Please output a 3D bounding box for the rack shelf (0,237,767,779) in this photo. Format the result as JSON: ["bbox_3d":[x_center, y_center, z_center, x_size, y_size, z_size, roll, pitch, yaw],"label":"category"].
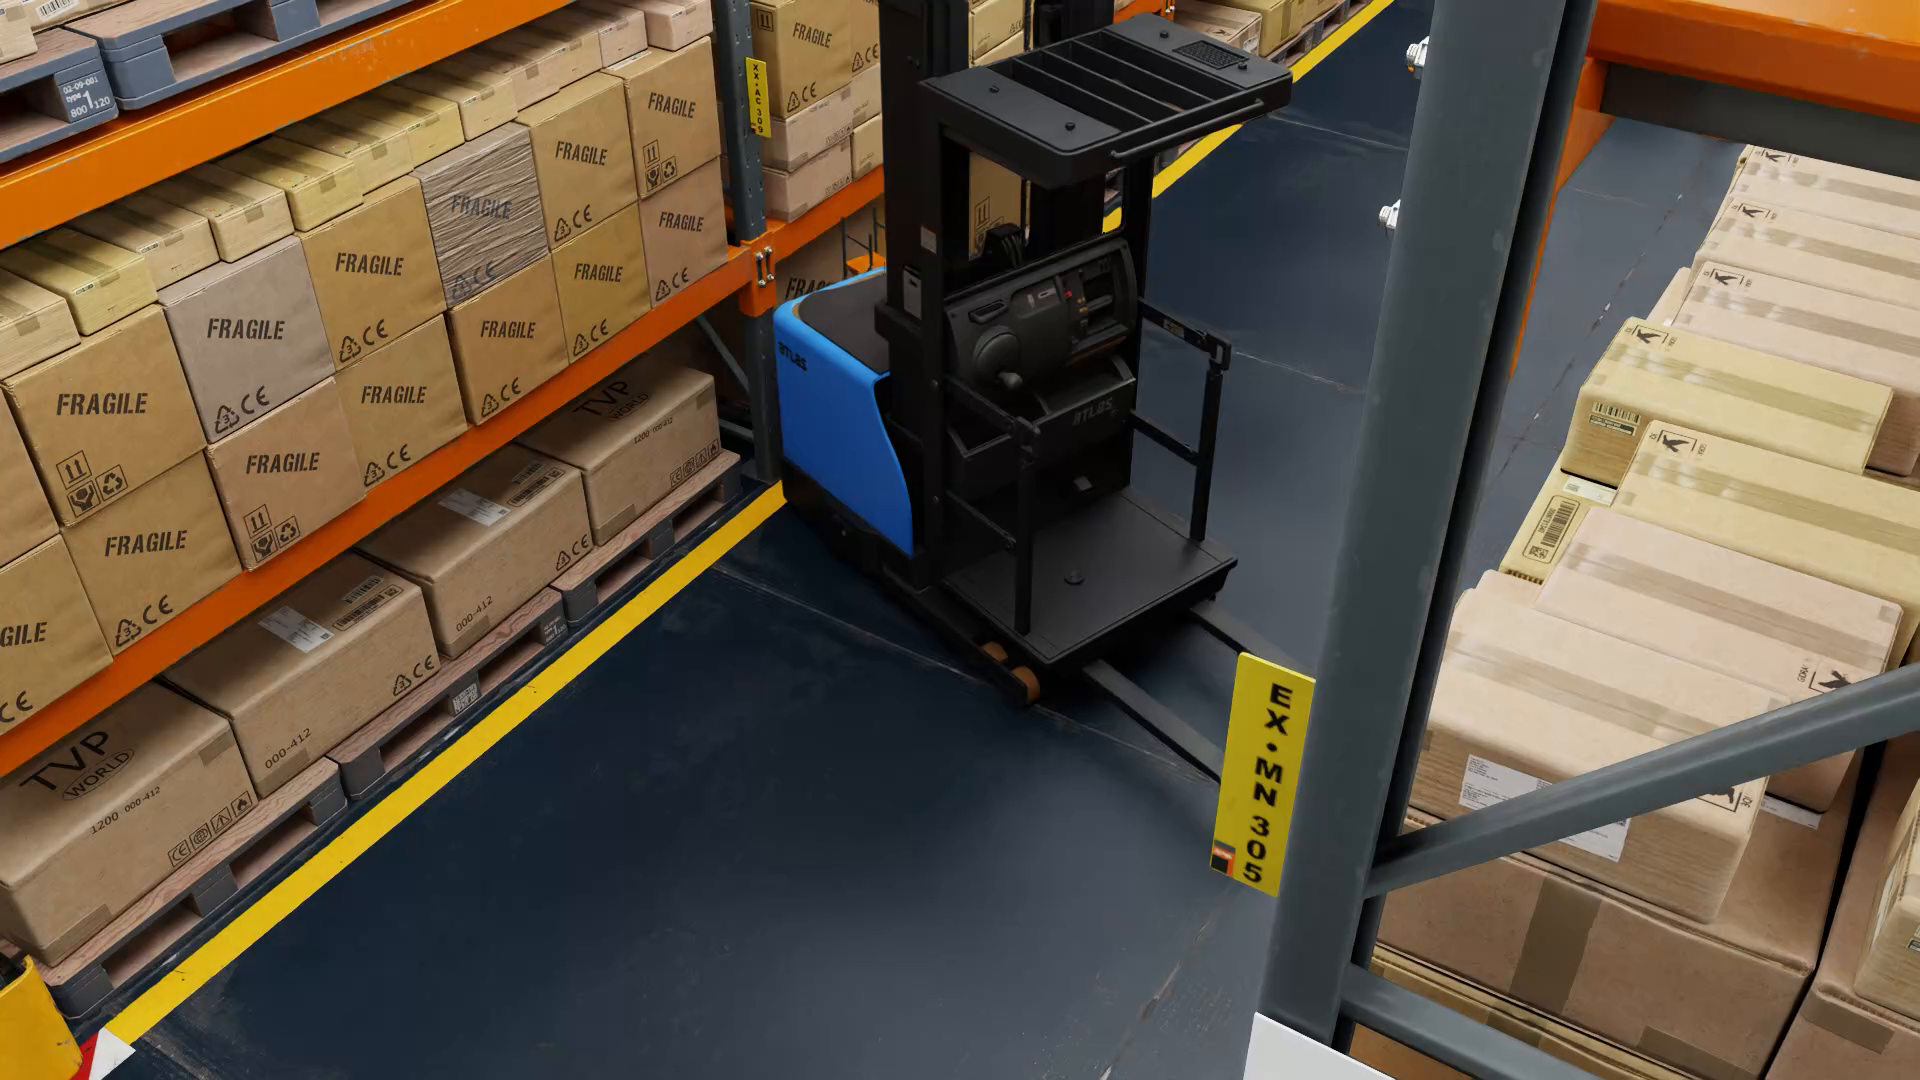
[{"bbox_3d":[-2.377,-0.323,6.302,1.077,0.370,4.000,21,42,25],"label":"rack shelf"}]

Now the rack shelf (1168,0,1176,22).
[{"bbox_3d":[1.909,-4.447,11.652,1.077,0.370,4.000,21,42,25],"label":"rack shelf"}]

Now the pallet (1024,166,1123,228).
[{"bbox_3d":[0.352,-2.215,10.451,1.003,0.211,1.213,21,42,25],"label":"pallet"}]

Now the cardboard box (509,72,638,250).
[{"bbox_3d":[-1.604,-1.482,6.315,0.500,0.500,0.500,21,42,24],"label":"cardboard box"}]

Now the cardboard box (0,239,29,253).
[{"bbox_3d":[-3.073,-0.936,5.075,0.380,0.149,0.250,22,43,26],"label":"cardboard box"}]

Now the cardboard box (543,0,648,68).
[{"bbox_3d":[-1.435,-1.968,6.414,0.380,0.149,0.250,22,43,26],"label":"cardboard box"}]

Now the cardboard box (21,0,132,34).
[{"bbox_3d":[-2.604,-1.691,4.677,0.500,0.311,0.500,22,43,26],"label":"cardboard box"}]

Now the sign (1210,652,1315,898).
[{"bbox_3d":[0.328,0.259,1.775,0.100,0.325,0.005,21,42,25],"label":"sign"}]

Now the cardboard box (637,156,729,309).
[{"bbox_3d":[-1.338,-1.356,6.970,0.500,0.500,0.500,22,43,26],"label":"cardboard box"}]

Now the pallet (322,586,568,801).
[{"bbox_3d":[-2.432,0.463,6.976,1.003,0.211,1.213,21,42,25],"label":"pallet"}]

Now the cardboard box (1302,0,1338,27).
[{"bbox_3d":[2.319,-4.246,12.609,0.950,0.372,0.625,24,44,28],"label":"cardboard box"}]

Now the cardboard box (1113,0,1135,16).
[{"bbox_3d":[0.786,-3.296,9.692,0.500,0.250,0.500,20,42,24],"label":"cardboard box"}]

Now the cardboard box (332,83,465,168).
[{"bbox_3d":[-1.940,-1.430,5.717,0.380,0.149,0.250,20,42,24],"label":"cardboard box"}]

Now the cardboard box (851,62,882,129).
[{"bbox_3d":[-0.576,-2.190,7.848,0.500,0.250,0.500,22,43,26],"label":"cardboard box"}]

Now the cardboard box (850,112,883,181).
[{"bbox_3d":[-0.571,-1.988,7.994,0.500,0.250,0.500,20,42,24],"label":"cardboard box"}]

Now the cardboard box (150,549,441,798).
[{"bbox_3d":[-2.696,0.424,6.498,0.875,0.438,0.875,22,43,26],"label":"cardboard box"}]

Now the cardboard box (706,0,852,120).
[{"bbox_3d":[-0.827,-2.208,7.256,0.500,0.500,0.500,22,43,26],"label":"cardboard box"}]

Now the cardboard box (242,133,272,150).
[{"bbox_3d":[-2.526,-1.475,5.774,0.380,0.149,0.250,21,42,25],"label":"cardboard box"}]

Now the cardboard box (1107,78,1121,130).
[{"bbox_3d":[0.397,-2.697,10.188,0.875,0.875,0.875,21,42,25],"label":"cardboard box"}]

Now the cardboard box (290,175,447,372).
[{"bbox_3d":[-2.144,-0.961,5.639,0.500,0.500,0.500,21,42,25],"label":"cardboard box"}]

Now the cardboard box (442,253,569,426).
[{"bbox_3d":[-1.866,-0.825,6.282,0.500,0.500,0.500,21,42,24],"label":"cardboard box"}]

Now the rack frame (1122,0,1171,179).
[{"bbox_3d":[0.838,-3.701,10.094,1.000,3.000,0.127,21,42,25],"label":"rack frame"}]

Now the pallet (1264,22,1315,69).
[{"bbox_3d":[1.912,-3.626,12.280,1.003,0.211,1.213,21,42,25],"label":"pallet"}]

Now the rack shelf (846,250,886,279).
[{"bbox_3d":[-0.406,-1.257,7.881,0.180,0.103,0.258,-26,45,-30],"label":"rack shelf"}]

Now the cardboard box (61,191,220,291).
[{"bbox_3d":[-2.486,-0.911,5.043,0.380,0.149,0.250,22,43,26],"label":"cardboard box"}]

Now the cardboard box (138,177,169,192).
[{"bbox_3d":[-2.788,-1.196,5.412,0.380,0.149,0.250,22,43,26],"label":"cardboard box"}]

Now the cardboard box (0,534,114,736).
[{"bbox_3d":[-2.949,0.230,4.913,0.500,0.500,0.500,21,42,25],"label":"cardboard box"}]

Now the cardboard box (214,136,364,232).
[{"bbox_3d":[-2.158,-1.148,5.350,0.380,0.149,0.250,20,42,24],"label":"cardboard box"}]

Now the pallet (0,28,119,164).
[{"bbox_3d":[-3.060,-1.116,4.356,1.003,0.211,1.213,21,42,25],"label":"pallet"}]

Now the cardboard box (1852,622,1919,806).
[{"bbox_3d":[1.519,0.253,2.222,0.500,0.250,0.500,21,42,25],"label":"cardboard box"}]

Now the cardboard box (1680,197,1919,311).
[{"bbox_3d":[1.428,-0.412,2.757,0.380,0.149,0.250,22,43,26],"label":"cardboard box"}]

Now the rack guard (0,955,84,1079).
[{"bbox_3d":[-3.461,1.425,5.492,1.175,0.500,0.348,21,42,25],"label":"rack guard"}]

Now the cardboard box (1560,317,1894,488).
[{"bbox_3d":[1.117,-0.161,2.432,0.380,0.149,0.250,22,43,26],"label":"cardboard box"}]

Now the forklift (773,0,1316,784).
[{"bbox_3d":[0.469,-0.822,6.415,1.130,2.935,3.031,-26,45,-30],"label":"forklift"}]

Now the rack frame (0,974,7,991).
[{"bbox_3d":[-3.448,0.423,4.745,1.000,3.000,0.127,21,42,25],"label":"rack frame"}]

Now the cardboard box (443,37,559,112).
[{"bbox_3d":[-1.697,-1.707,6.075,0.380,0.149,0.250,21,42,25],"label":"cardboard box"}]

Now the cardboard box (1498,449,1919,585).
[{"bbox_3d":[1.090,0.079,2.448,0.500,0.250,0.500,20,42,24],"label":"cardboard box"}]

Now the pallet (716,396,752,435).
[{"bbox_3d":[-0.956,-0.957,8.819,1.003,0.211,1.213,21,42,25],"label":"pallet"}]

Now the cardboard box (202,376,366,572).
[{"bbox_3d":[-2.414,-0.297,5.596,0.500,0.500,0.500,21,42,25],"label":"cardboard box"}]

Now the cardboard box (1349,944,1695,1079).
[{"bbox_3d":[0.806,0.540,2.258,0.500,0.250,0.500,20,42,24],"label":"cardboard box"}]

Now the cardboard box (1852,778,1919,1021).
[{"bbox_3d":[1.151,0.413,1.687,0.380,0.149,0.250,21,42,25],"label":"cardboard box"}]

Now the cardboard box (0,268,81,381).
[{"bbox_3d":[-2.708,-0.617,4.661,0.380,0.149,0.250,23,43,26],"label":"cardboard box"}]

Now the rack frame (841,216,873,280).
[{"bbox_3d":[-0.478,-0.973,8.029,0.006,1.200,0.240,-26,45,-30],"label":"rack frame"}]

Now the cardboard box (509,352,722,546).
[{"bbox_3d":[-1.732,-0.502,7.699,0.875,0.438,0.875,21,42,24],"label":"cardboard box"}]

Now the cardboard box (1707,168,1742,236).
[{"bbox_3d":[1.647,-0.441,3.122,0.500,0.250,0.500,19,42,23],"label":"cardboard box"}]

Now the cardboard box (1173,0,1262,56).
[{"bbox_3d":[1.537,-3.498,11.639,0.950,0.372,0.625,20,42,24],"label":"cardboard box"}]

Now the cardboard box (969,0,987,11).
[{"bbox_3d":[-0.035,-3.005,8.291,0.500,0.500,0.500,20,42,24],"label":"cardboard box"}]

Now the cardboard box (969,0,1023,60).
[{"bbox_3d":[-0.014,-2.703,8.513,0.500,0.250,0.500,20,42,24],"label":"cardboard box"}]

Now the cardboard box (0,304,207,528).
[{"bbox_3d":[-2.680,-0.436,4.957,0.500,0.500,0.500,20,42,24],"label":"cardboard box"}]

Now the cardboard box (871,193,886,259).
[{"bbox_3d":[-0.563,-1.778,8.996,0.875,0.875,0.875,22,43,26],"label":"cardboard box"}]

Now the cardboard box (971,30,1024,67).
[{"bbox_3d":[-0.007,-2.501,8.661,0.500,0.250,0.500,20,42,24],"label":"cardboard box"}]

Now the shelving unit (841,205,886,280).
[{"bbox_3d":[-0.406,-1.008,8.074,0.189,1.200,0.258,-26,45,-30],"label":"shelving unit"}]

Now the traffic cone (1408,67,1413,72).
[{"bbox_3d":[3.498,-3.662,12.121,0.336,0.463,0.334,21,42,25],"label":"traffic cone"}]

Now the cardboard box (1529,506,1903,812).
[{"bbox_3d":[0.912,0.136,2.047,0.380,0.149,0.250,22,43,26],"label":"cardboard box"}]
